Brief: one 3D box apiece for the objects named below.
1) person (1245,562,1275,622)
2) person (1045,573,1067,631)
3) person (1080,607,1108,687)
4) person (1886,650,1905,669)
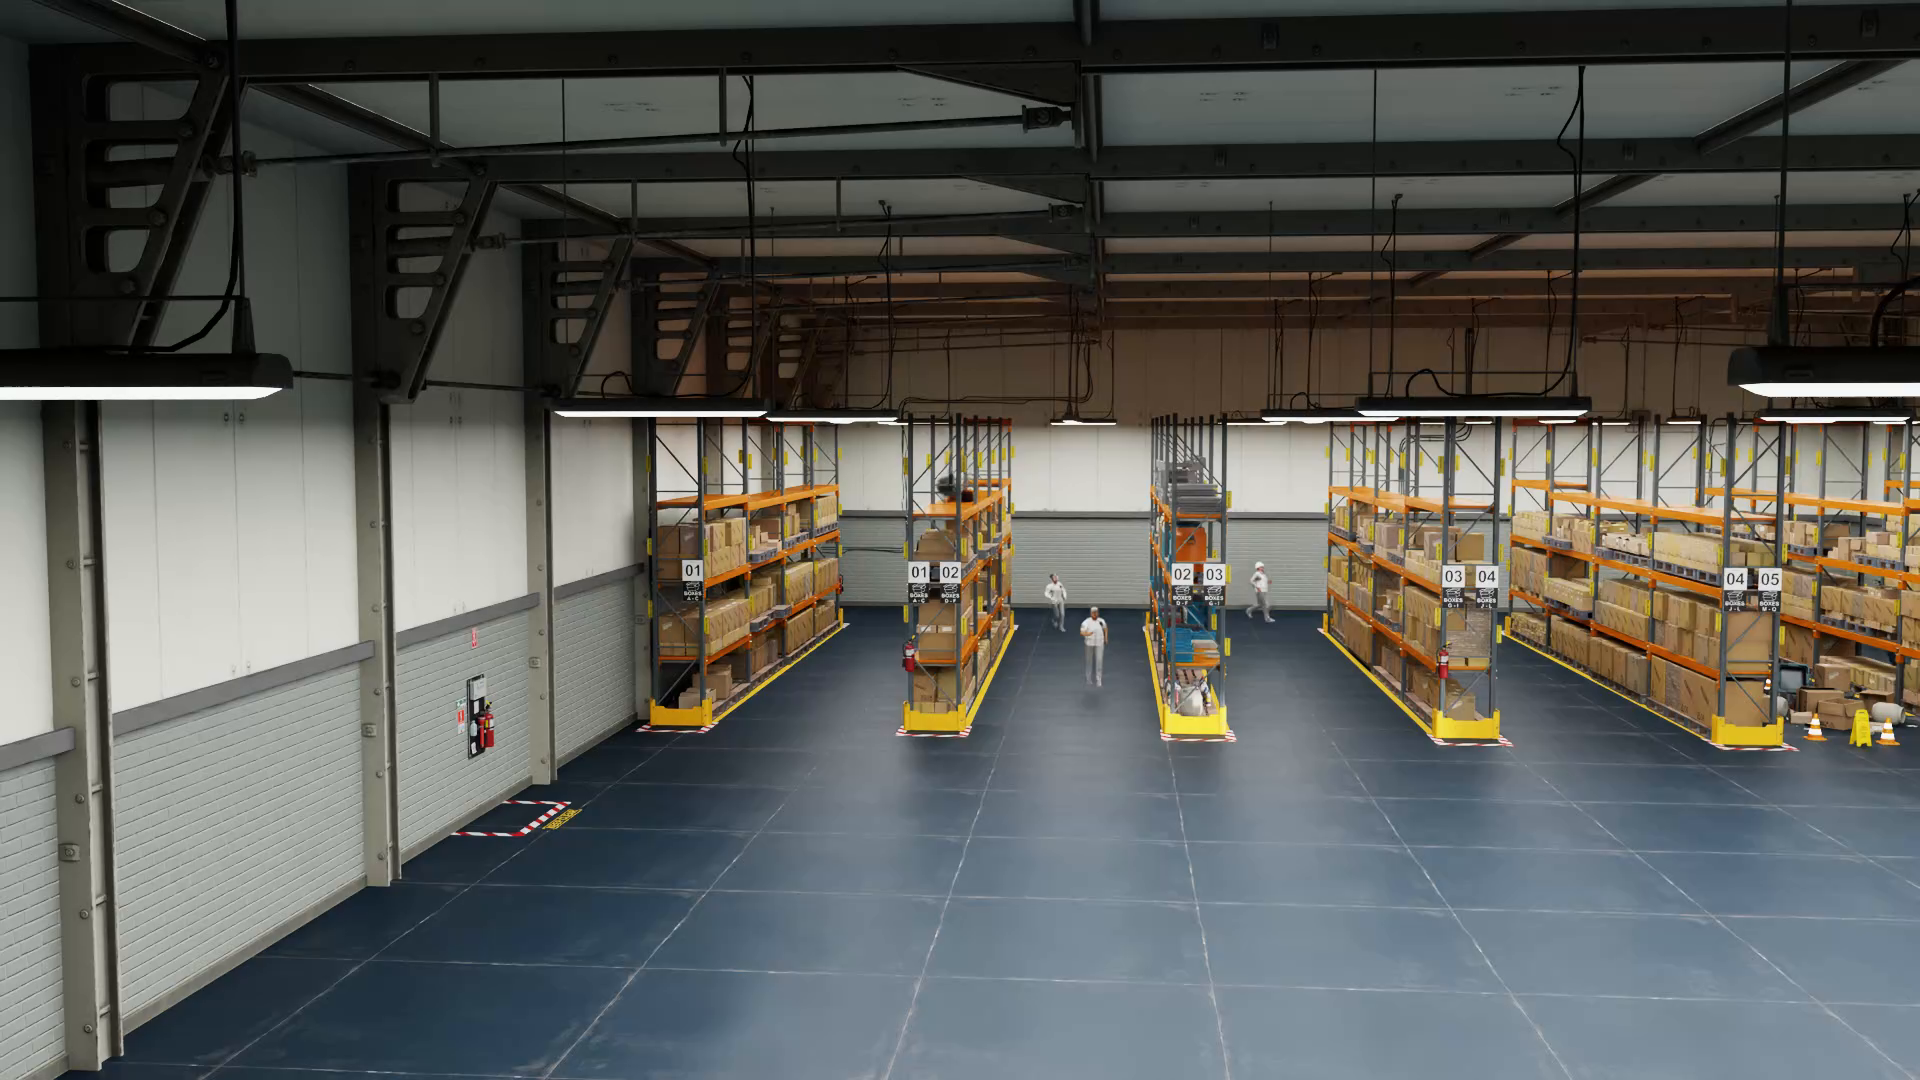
[{"bbox_3d":[8.856,1.527,49.039,0.958,1.750,0.663,2,4,26],"label":"person"},{"bbox_3d":[2.711,1.746,47.085,0.654,1.648,0.652,-1,4,-20],"label":"person"},{"bbox_3d":[2.865,2.271,35.407,0.607,1.700,0.910,0,4,0],"label":"person"},{"bbox_3d":[21.725,2.330,38.556,0.513,1.601,0.635,0,4,-2],"label":"person"}]
